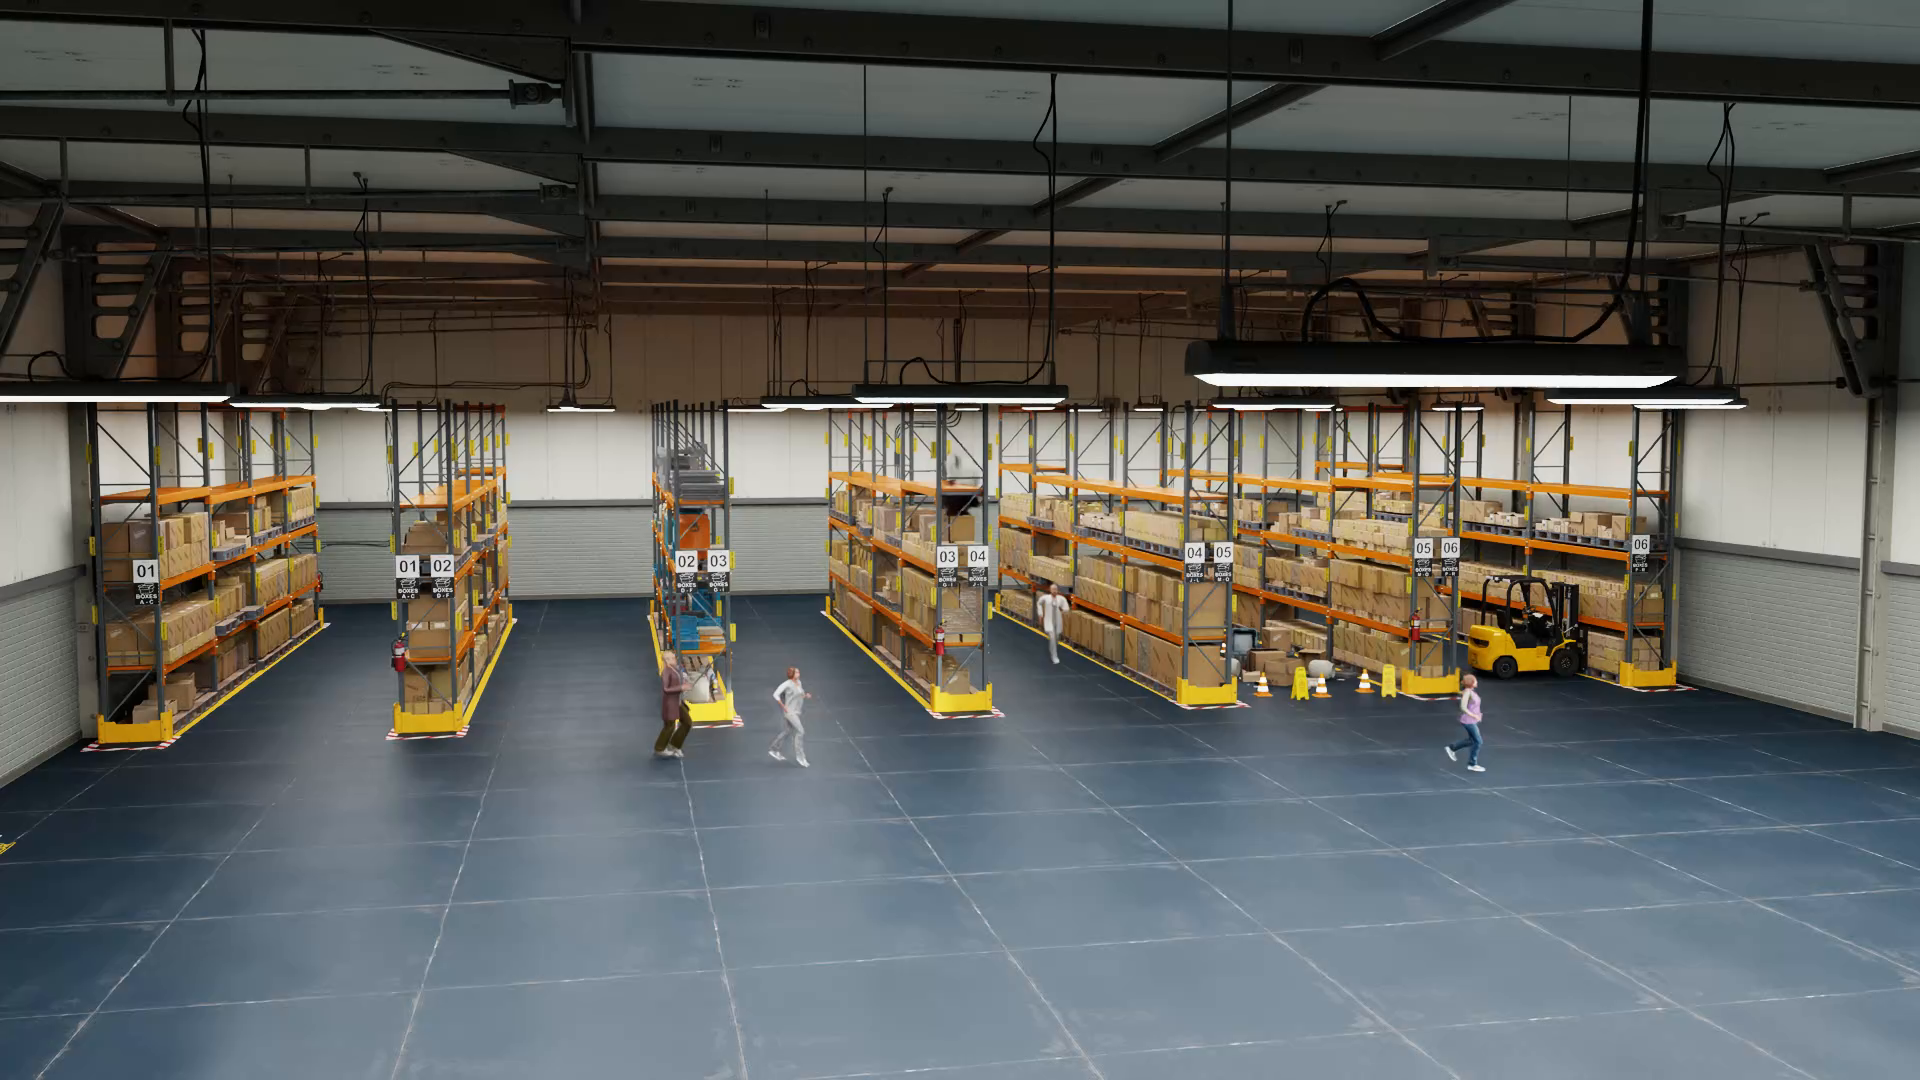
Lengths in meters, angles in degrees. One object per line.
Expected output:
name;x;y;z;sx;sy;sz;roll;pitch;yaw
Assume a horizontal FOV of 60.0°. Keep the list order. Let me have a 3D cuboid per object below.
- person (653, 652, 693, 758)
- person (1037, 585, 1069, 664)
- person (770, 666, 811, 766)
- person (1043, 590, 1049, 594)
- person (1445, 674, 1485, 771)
person;-4.743;2.761;27.640;0.732;1.809;0.688;1;4;12
person;2.158;2.013;38.424;0.699;1.553;1.064;-1;4;-10
person;-2.779;2.875;27.256;0.733;1.644;0.513;1;5;18
person;2.722;1.172;49.373;0.715;1.725;0.676;-4;6;-41
person;8.129;2.930;26.736;0.637;1.564;0.546;2;5;23
